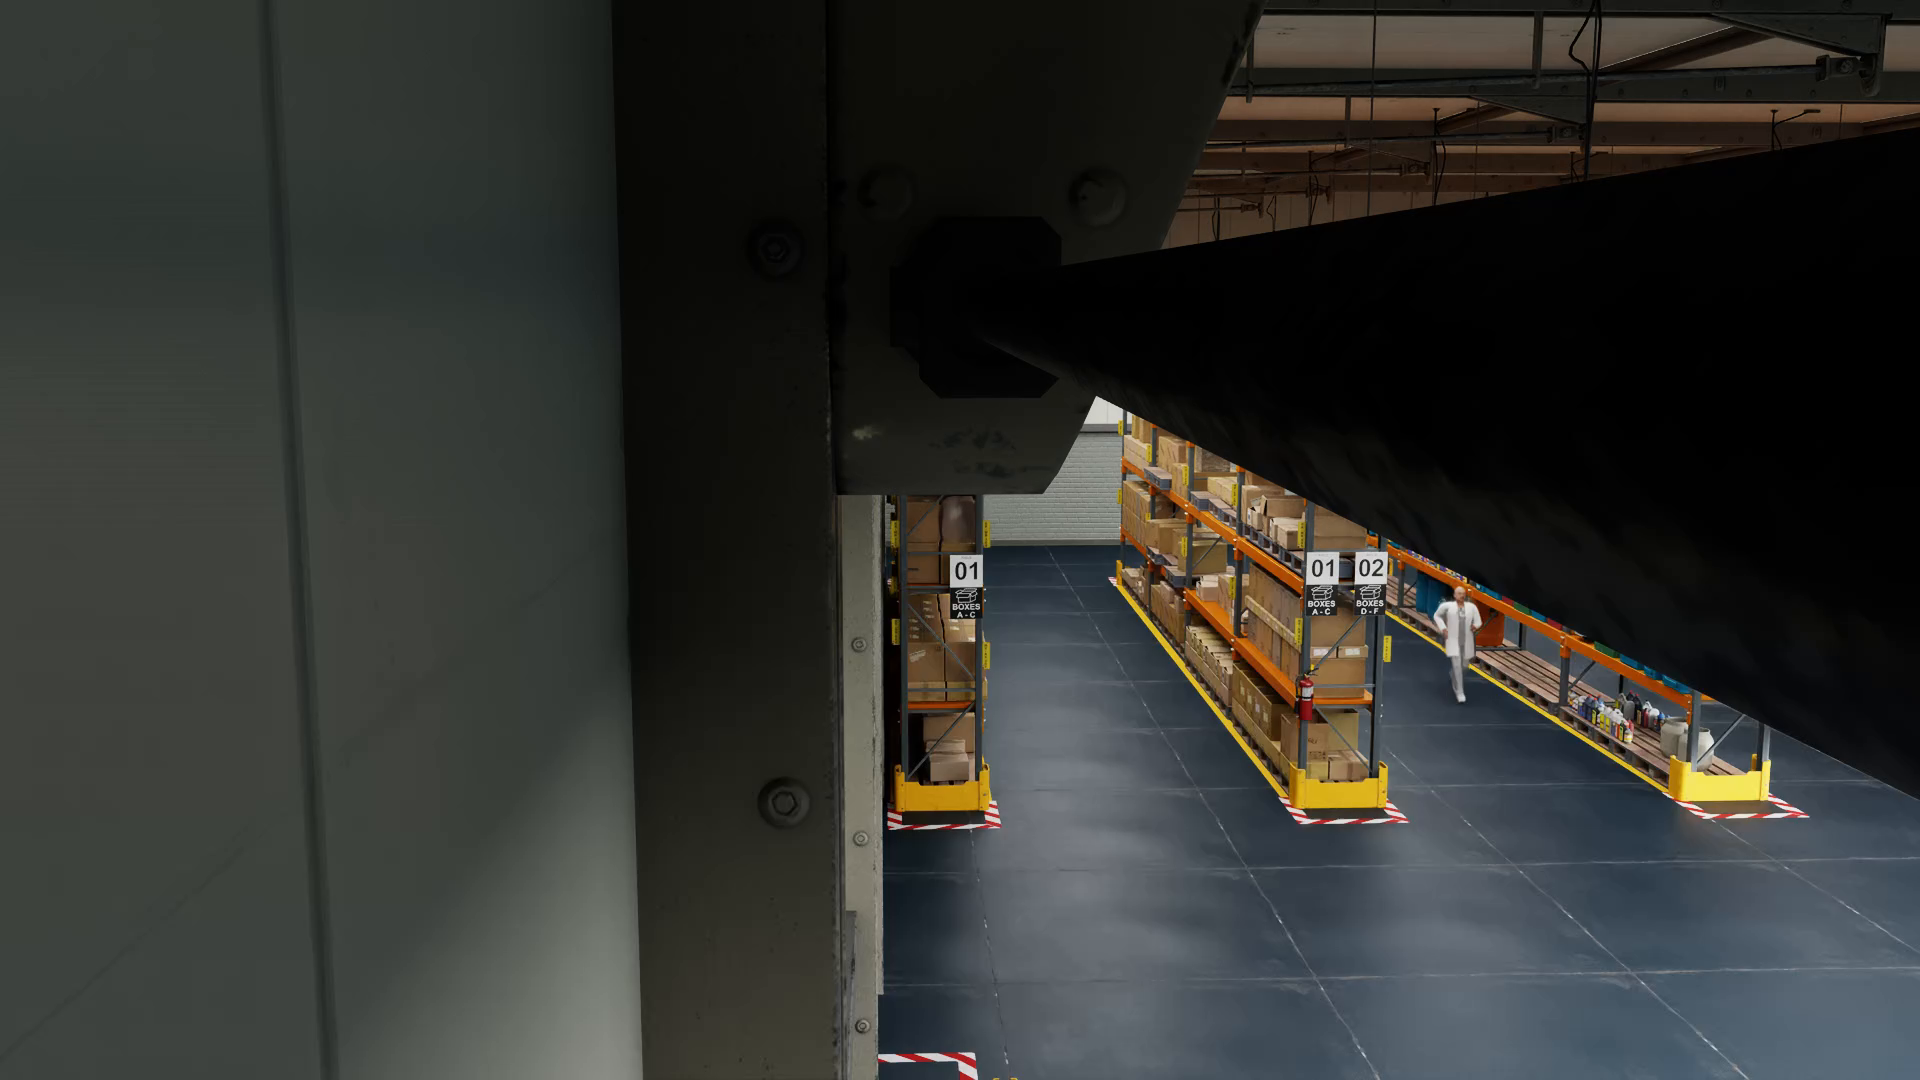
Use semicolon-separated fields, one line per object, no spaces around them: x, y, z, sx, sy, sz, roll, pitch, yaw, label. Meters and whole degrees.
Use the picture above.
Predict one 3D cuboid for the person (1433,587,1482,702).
7.818;1.601;26.062;0.704;1.753;1.014;0;8;1;person
